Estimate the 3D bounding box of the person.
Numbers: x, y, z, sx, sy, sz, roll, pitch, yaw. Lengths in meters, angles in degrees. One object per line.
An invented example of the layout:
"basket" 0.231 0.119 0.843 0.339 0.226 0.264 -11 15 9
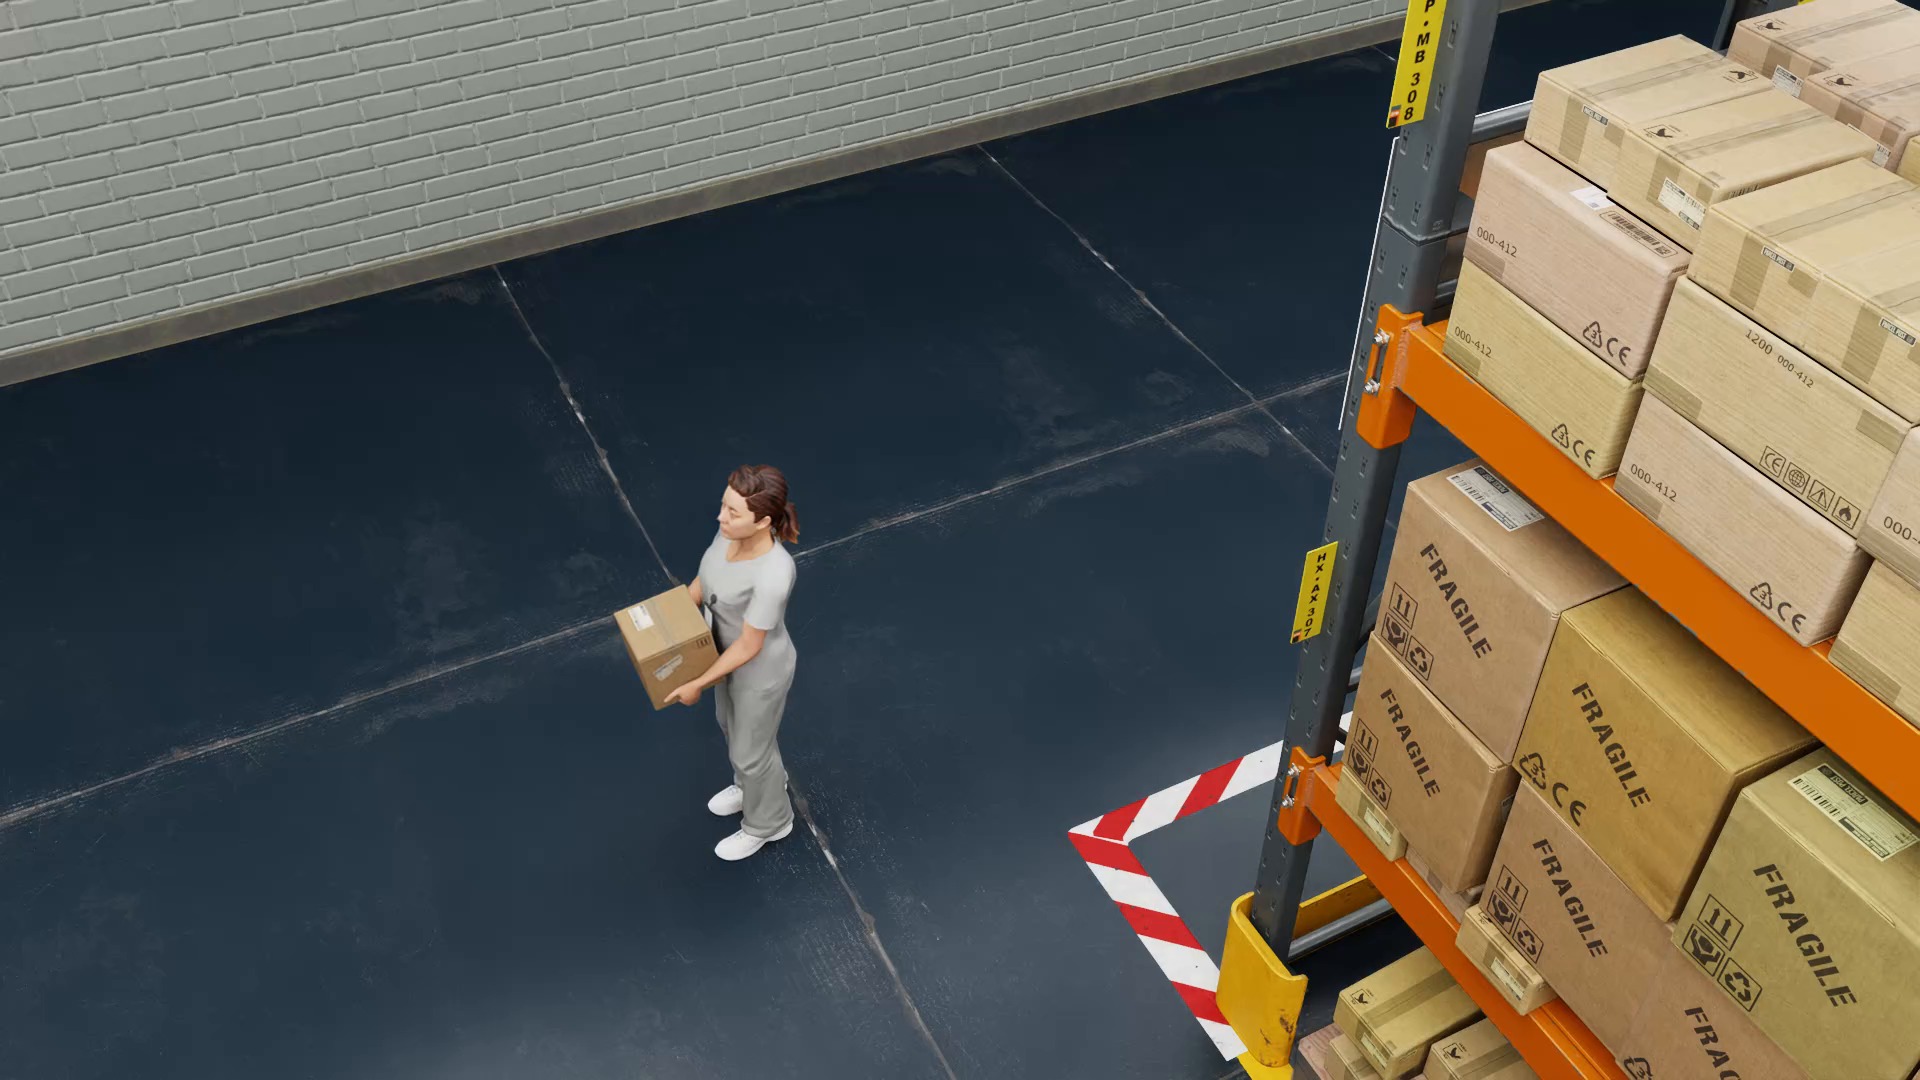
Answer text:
"person" -0.748 0.436 5.666 0.411 1.672 0.515 -21 46 -22
